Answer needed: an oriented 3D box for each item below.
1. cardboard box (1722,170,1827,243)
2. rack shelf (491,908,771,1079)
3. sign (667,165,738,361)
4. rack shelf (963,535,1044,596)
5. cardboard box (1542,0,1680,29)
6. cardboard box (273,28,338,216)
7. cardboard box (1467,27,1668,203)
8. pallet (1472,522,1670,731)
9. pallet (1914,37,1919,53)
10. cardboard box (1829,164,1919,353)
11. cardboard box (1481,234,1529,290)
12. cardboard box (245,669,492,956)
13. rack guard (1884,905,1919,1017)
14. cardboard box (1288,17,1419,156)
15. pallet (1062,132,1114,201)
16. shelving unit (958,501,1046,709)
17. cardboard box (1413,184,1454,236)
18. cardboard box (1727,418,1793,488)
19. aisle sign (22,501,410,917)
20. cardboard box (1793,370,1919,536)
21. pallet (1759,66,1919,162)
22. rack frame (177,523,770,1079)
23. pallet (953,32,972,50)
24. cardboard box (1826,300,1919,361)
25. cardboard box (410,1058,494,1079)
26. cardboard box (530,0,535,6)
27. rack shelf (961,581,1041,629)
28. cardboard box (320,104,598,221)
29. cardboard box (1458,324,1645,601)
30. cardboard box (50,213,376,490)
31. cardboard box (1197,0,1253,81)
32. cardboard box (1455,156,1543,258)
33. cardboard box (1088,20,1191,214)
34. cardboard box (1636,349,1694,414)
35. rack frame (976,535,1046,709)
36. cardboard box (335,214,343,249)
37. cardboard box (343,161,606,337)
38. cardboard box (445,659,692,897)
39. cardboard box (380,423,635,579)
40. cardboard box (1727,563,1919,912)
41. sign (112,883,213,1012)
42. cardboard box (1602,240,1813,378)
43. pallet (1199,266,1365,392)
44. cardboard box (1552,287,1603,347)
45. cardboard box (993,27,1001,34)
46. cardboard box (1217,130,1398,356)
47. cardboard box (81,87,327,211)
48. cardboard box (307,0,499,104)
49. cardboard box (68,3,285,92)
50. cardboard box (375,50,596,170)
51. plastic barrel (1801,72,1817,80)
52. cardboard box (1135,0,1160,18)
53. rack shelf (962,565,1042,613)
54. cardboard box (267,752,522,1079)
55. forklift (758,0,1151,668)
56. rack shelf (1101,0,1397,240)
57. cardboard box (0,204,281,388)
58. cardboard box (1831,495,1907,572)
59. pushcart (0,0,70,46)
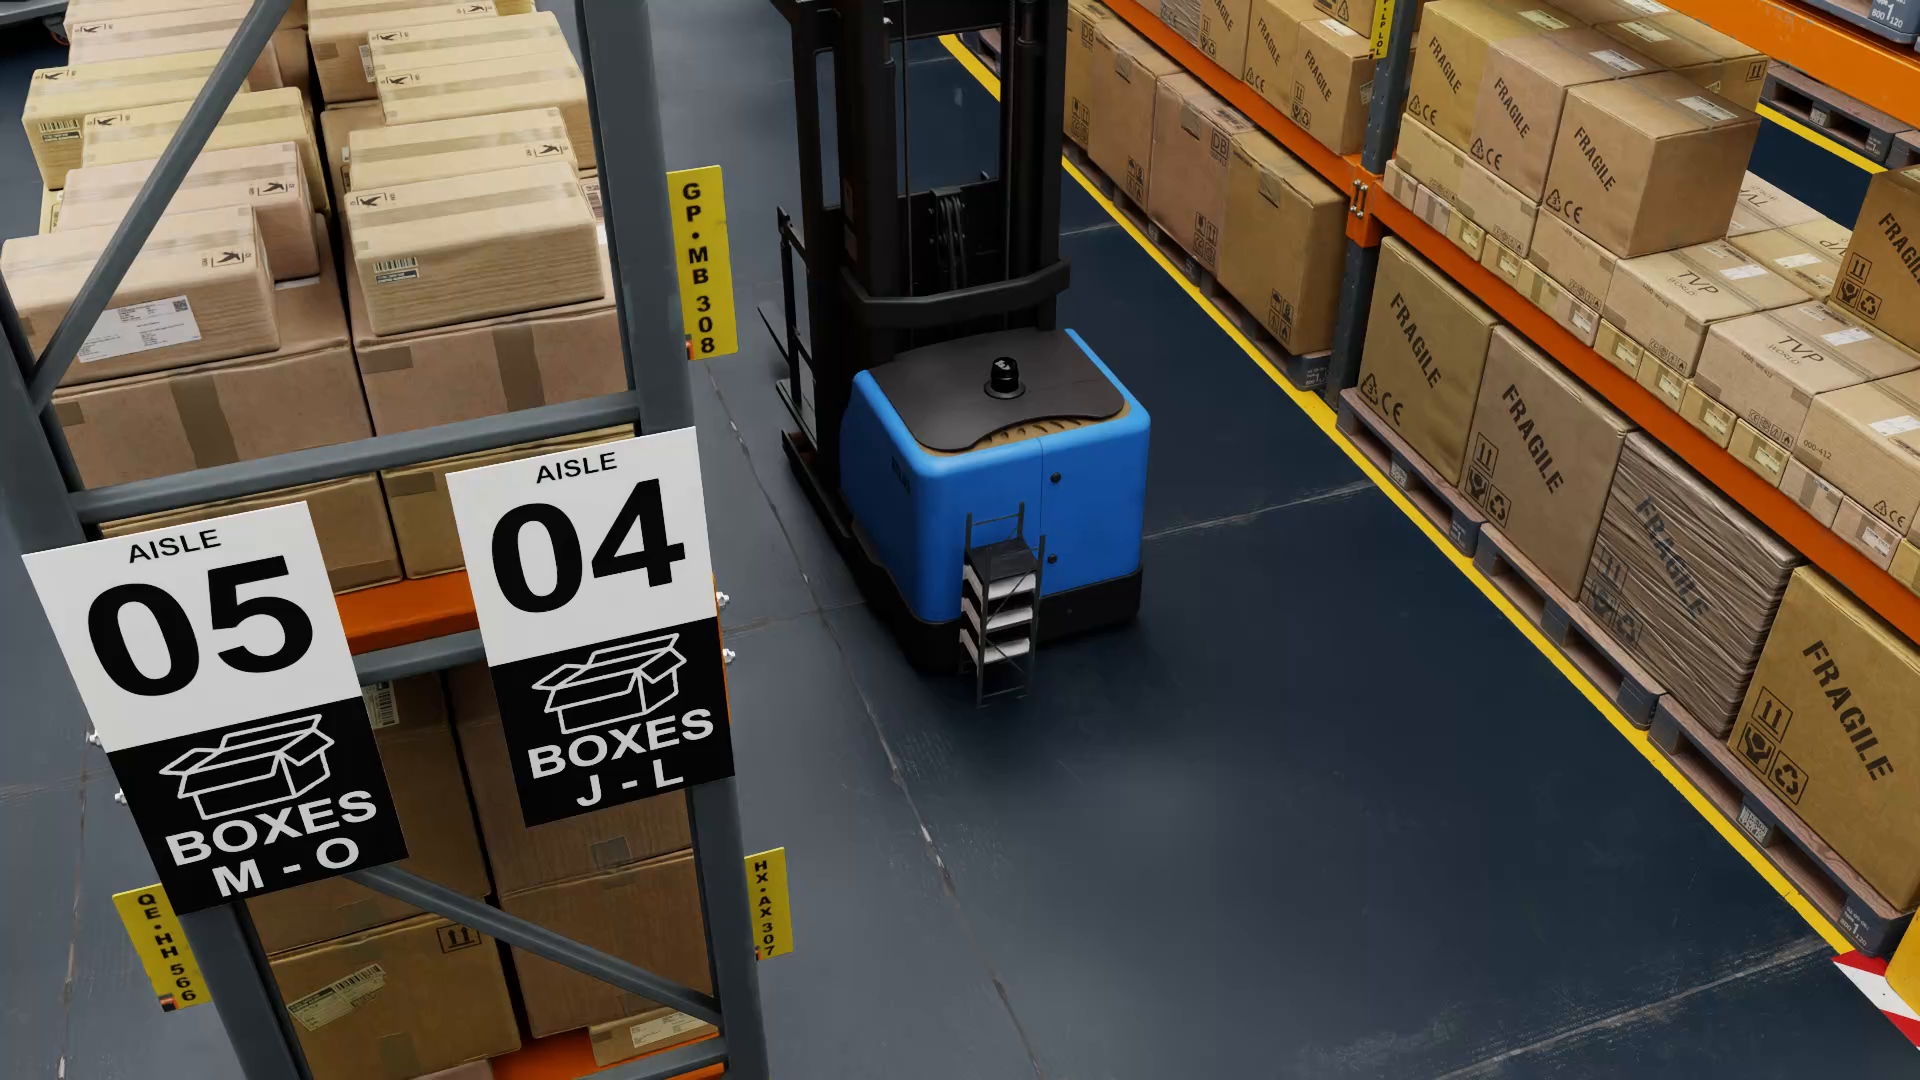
[{"bbox_3d":[3.151,-1.281,6.835,0.500,0.250,0.500,-12,39,-15],"label":"cardboard box"},{"bbox_3d":[-1.607,0.389,5.338,1.077,0.370,4.000,-12,39,-16],"label":"rack shelf"},{"bbox_3d":[-0.410,-0.428,2.605,0.100,0.325,0.005,-12,39,-16],"label":"sign"},{"bbox_3d":[0.167,0.098,6.466,0.258,0.077,0.200,-13,45,-17],"label":"rack shelf"},{"bbox_3d":[2.806,-2.152,7.368,0.500,0.500,0.500,-11,38,-15],"label":"cardboard box"},{"bbox_3d":[-1.667,-0.892,3.657,0.500,0.250,0.500,-12,39,-15],"label":"cardboard box"},{"bbox_3d":[2.483,-1.753,6.838,0.500,0.500,0.500,-12,39,-16],"label":"cardboard box"},{"bbox_3d":[3.008,0.252,7.240,1.003,0.211,1.213,-12,39,-16],"label":"pallet"},{"bbox_3d":[3.508,-1.318,4.587,1.003,0.211,1.213,-12,39,-16],"label":"pallet"},{"bbox_3d":[3.505,-0.997,5.835,0.500,0.500,0.500,-13,39,-17],"label":"cardboard box"},{"bbox_3d":[2.460,-1.216,7.080,0.380,0.149,0.250,-13,39,-17],"label":"cardboard box"},{"bbox_3d":[-1.310,0.467,3.476,0.500,0.500,0.500,-13,39,-17],"label":"cardboard box"},{"bbox_3d":[3.781,1.274,5.643,1.175,0.500,0.348,-12,39,-16],"label":"rack guard"},{"bbox_3d":[1.979,-2.245,8.154,0.500,0.500,0.500,-12,39,-16],"label":"cardboard box"},{"bbox_3d":[1.220,-2.682,11.136,1.003,0.211,1.213,-12,39,-16],"label":"pallet"},{"bbox_3d":[0.158,0.272,6.626,0.258,0.900,0.210,-13,45,-17],"label":"shelving unit"},{"bbox_3d":[2.276,-1.513,7.474,0.380,0.149,0.250,-14,39,-17],"label":"cardboard box"},{"bbox_3d":[2.988,-0.347,5.927,0.380,0.149,0.250,-13,39,-17],"label":"cardboard box"},{"bbox_3d":[-1.176,0.297,2.702,0.394,0.787,0.004,-12,39,-16],"label":"aisle sign"},{"bbox_3d":[3.183,-0.302,5.536,0.500,0.250,0.500,-13,39,-17],"label":"cardboard box"},{"bbox_3d":[6.397,-3.044,11.616,1.003,0.211,1.213,-12,39,-16],"label":"pallet"},{"bbox_3d":[-0.919,1.232,3.621,1.000,3.000,0.127,-12,39,-16],"label":"rack frame"},{"bbox_3d":[0.336,-4.273,13.248,1.003,0.211,1.213,-12,39,-16],"label":"pallet"},{"bbox_3d":[3.506,-0.701,6.065,0.500,0.250,0.500,-14,39,-17],"label":"cardboard box"},{"bbox_3d":[-1.297,1.207,3.864,0.380,0.149,0.250,-12,39,-16],"label":"cardboard box"},{"bbox_3d":[-1.345,-1.276,4.167,0.500,0.250,0.500,-14,39,-18],"label":"cardboard box"},{"bbox_3d":[0.160,0.230,6.588,0.258,0.077,0.200,-13,45,-17],"label":"rack shelf"},{"bbox_3d":[-1.007,-0.702,3.405,0.500,0.250,0.500,-13,39,-17],"label":"cardboard box"},{"bbox_3d":[2.858,-0.419,7.230,0.875,0.875,0.875,-12,39,-16],"label":"cardboard box"},{"bbox_3d":[-1.316,-0.314,2.889,0.500,0.250,0.500,-14,39,-17],"label":"cardboard box"},{"bbox_3d":[1.629,-2.820,8.917,0.500,0.500,0.500,-13,39,-16],"label":"cardboard box"},{"bbox_3d":[2.478,-1.455,7.066,0.500,0.250,0.500,-13,39,-16],"label":"cardboard box"},{"bbox_3d":[1.537,-2.677,10.228,1.225,0.875,0.875,-12,39,-16],"label":"cardboard box"},{"bbox_3d":[2.815,-0.634,6.308,0.380,0.149,0.250,-12,39,-15],"label":"cardboard box"},{"bbox_3d":[0.194,0.337,6.557,0.240,0.900,0.006,-13,45,-17],"label":"rack frame"},{"bbox_3d":[-1.665,-0.678,3.789,0.500,0.250,0.500,-11,38,-14],"label":"cardboard box"},{"bbox_3d":[-0.817,-0.495,2.799,0.380,0.149,0.250,-13,39,-16],"label":"cardboard box"},{"bbox_3d":[-0.824,0.365,3.611,0.500,0.500,0.500,-13,39,-16],"label":"cardboard box"},{"bbox_3d":[-0.834,-0.213,3.171,0.500,0.250,0.500,-11,38,-14],"label":"cardboard box"},{"bbox_3d":[3.477,0.598,5.880,0.875,0.875,0.875,-12,39,-16],"label":"cardboard box"},{"bbox_3d":[-1.447,0.747,3.040,0.100,0.325,0.005,-12,39,-16],"label":"sign"},{"bbox_3d":[2.824,-0.883,6.307,0.500,0.250,0.500,-12,39,-16],"label":"cardboard box"},{"bbox_3d":[2.060,-1.304,9.306,1.003,0.211,1.213,-12,39,-16],"label":"pallet"},{"bbox_3d":[2.632,-0.929,6.699,0.380,0.149,0.250,-12,39,-15],"label":"cardboard box"},{"bbox_3d":[0.568,-4.119,12.438,0.700,0.500,0.500,-16,40,-20],"label":"cardboard box"},{"bbox_3d":[2.157,-1.674,8.896,1.225,0.875,0.875,-12,39,-16],"label":"cardboard box"},{"bbox_3d":[-1.391,-0.697,3.066,0.380,0.149,0.250,-14,39,-17],"label":"cardboard box"},{"bbox_3d":[-1.183,-1.073,3.566,0.380,0.149,0.250,-11,38,-15],"label":"cardboard box"},{"bbox_3d":[-1.614,-0.979,3.441,0.380,0.149,0.250,-13,39,-17],"label":"cardboard box"},{"bbox_3d":[-0.912,-0.812,3.219,0.380,0.149,0.250,-12,39,-16],"label":"cardboard box"},{"bbox_3d":[6.243,-3.576,11.660,0.600,0.588,0.708,-12,39,-16],"label":"plastic barrel"},{"bbox_3d":[1.291,-3.387,9.670,0.500,0.500,0.500,-13,39,-17],"label":"cardboard box"},{"bbox_3d":[0.164,0.164,6.527,0.258,0.077,0.200,-13,45,-17],"label":"rack shelf"},{"bbox_3d":[-1.315,0.873,3.768,0.500,0.500,0.500,-12,39,-15],"label":"cardboard box"},{"bbox_3d":[-0.233,-1.523,7.336,1.130,2.935,3.031,-13,39,-17],"label":"forklift"},{"bbox_3d":[1.708,-2.840,9.625,1.077,0.370,4.000,-12,39,-16],"label":"rack shelf"},{"bbox_3d":[-1.309,-0.392,2.662,0.380,0.149,0.250,-13,39,-16],"label":"cardboard box"},{"bbox_3d":[3.164,-0.060,5.545,0.380,0.149,0.250,-12,39,-16],"label":"cardboard box"},{"bbox_3d":[-7.538,-3.918,12.638,1.648,0.377,0.936,-27,45,-31],"label":"pushcart"}]
